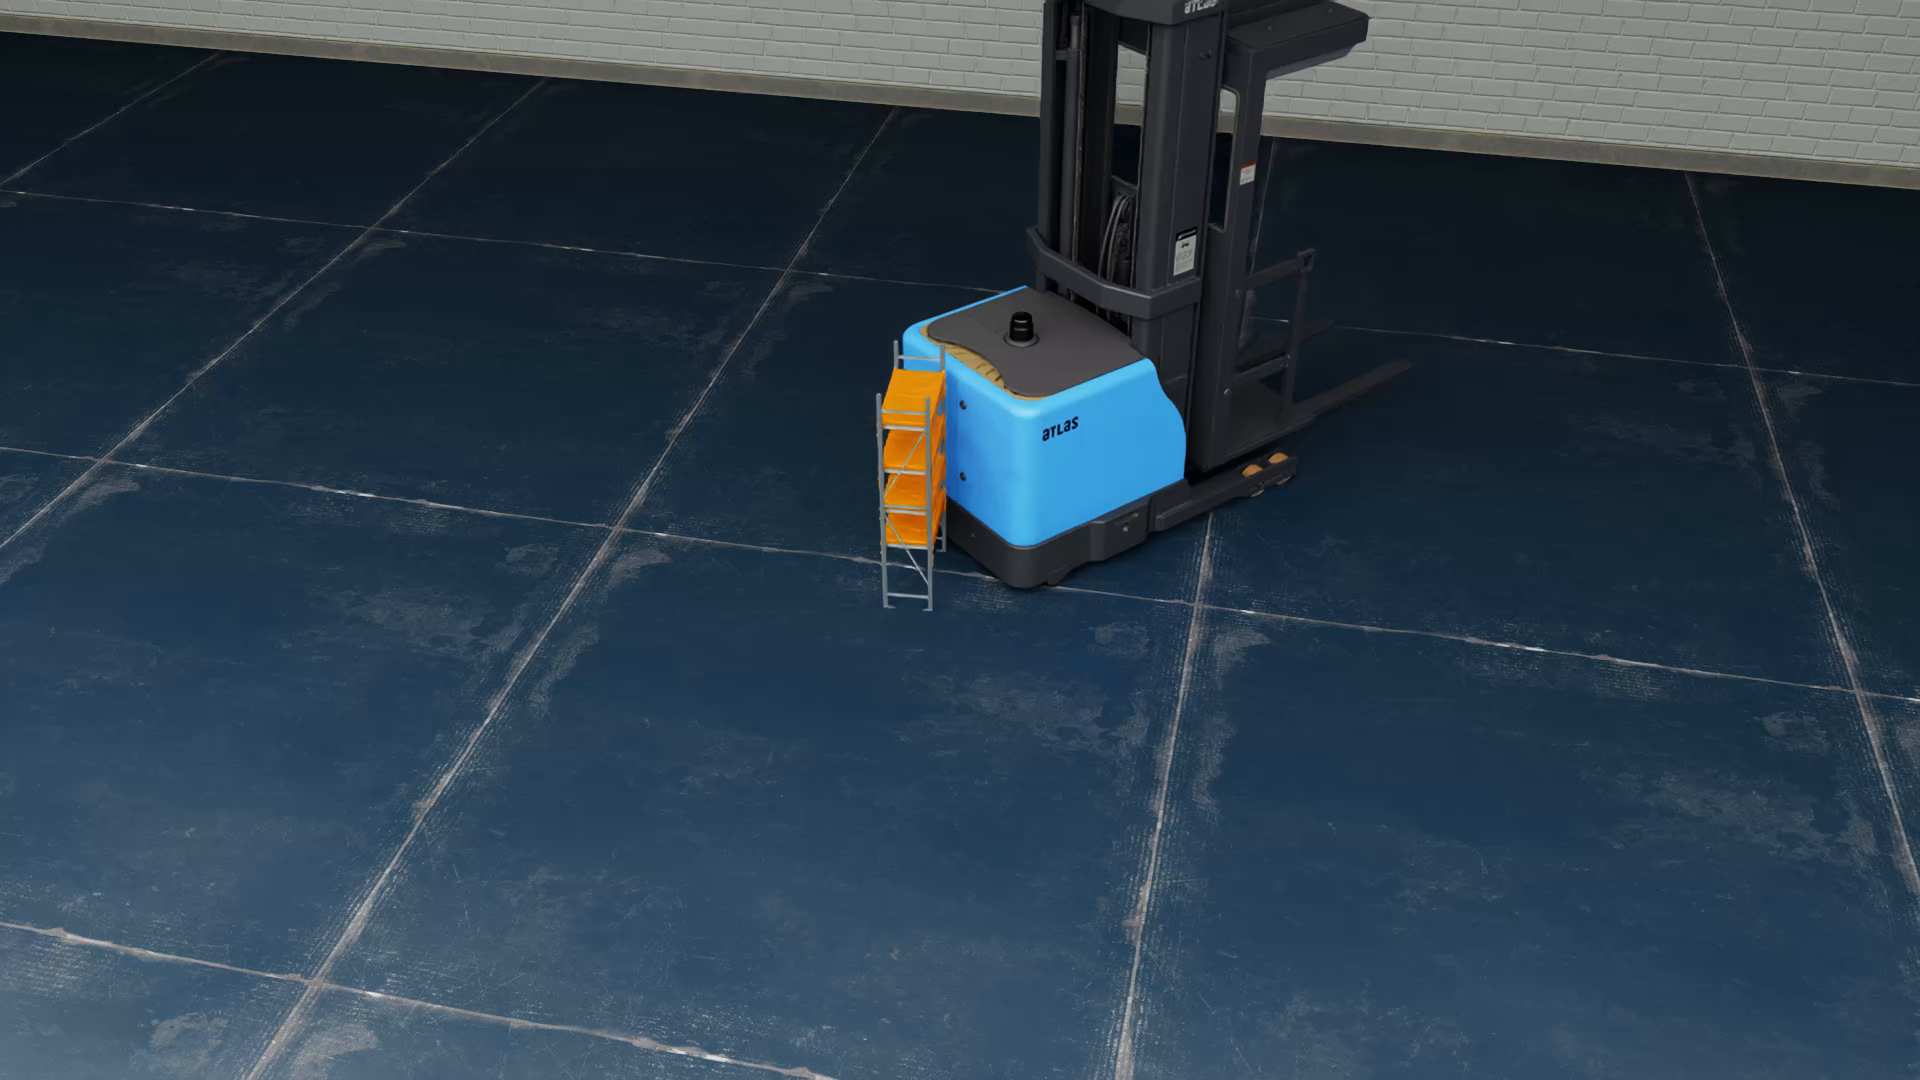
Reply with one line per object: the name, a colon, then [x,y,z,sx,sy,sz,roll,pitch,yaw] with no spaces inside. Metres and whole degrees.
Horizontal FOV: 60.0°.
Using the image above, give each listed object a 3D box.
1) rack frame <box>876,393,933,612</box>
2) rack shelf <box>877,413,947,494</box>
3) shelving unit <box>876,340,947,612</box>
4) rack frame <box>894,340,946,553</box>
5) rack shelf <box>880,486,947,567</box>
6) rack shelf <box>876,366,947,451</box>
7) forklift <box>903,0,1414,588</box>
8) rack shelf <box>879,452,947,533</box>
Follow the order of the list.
rack frame: [-0.252,-0.151,7.706,0.240,1.200,0.015,4,36,6]
rack shelf: [-0.221,-0.419,7.810,0.258,0.148,0.480,4,36,6]
shelving unit: [-0.221,-0.293,7.902,0.258,1.200,0.503,4,36,6]
rack frame: [-0.190,-0.435,8.098,0.240,1.200,0.015,4,36,6]
rack shelf: [-0.221,-0.078,8.058,0.258,0.148,0.480,4,36,6]
rack shelf: [-0.221,-0.611,7.671,0.258,0.148,0.480,4,36,6]
forklift: [1.190,-1.645,8.293,3.031,2.935,1.130,-24,42,-29]
rack shelf: [-0.221,-0.238,7.941,0.258,0.148,0.480,4,36,6]
